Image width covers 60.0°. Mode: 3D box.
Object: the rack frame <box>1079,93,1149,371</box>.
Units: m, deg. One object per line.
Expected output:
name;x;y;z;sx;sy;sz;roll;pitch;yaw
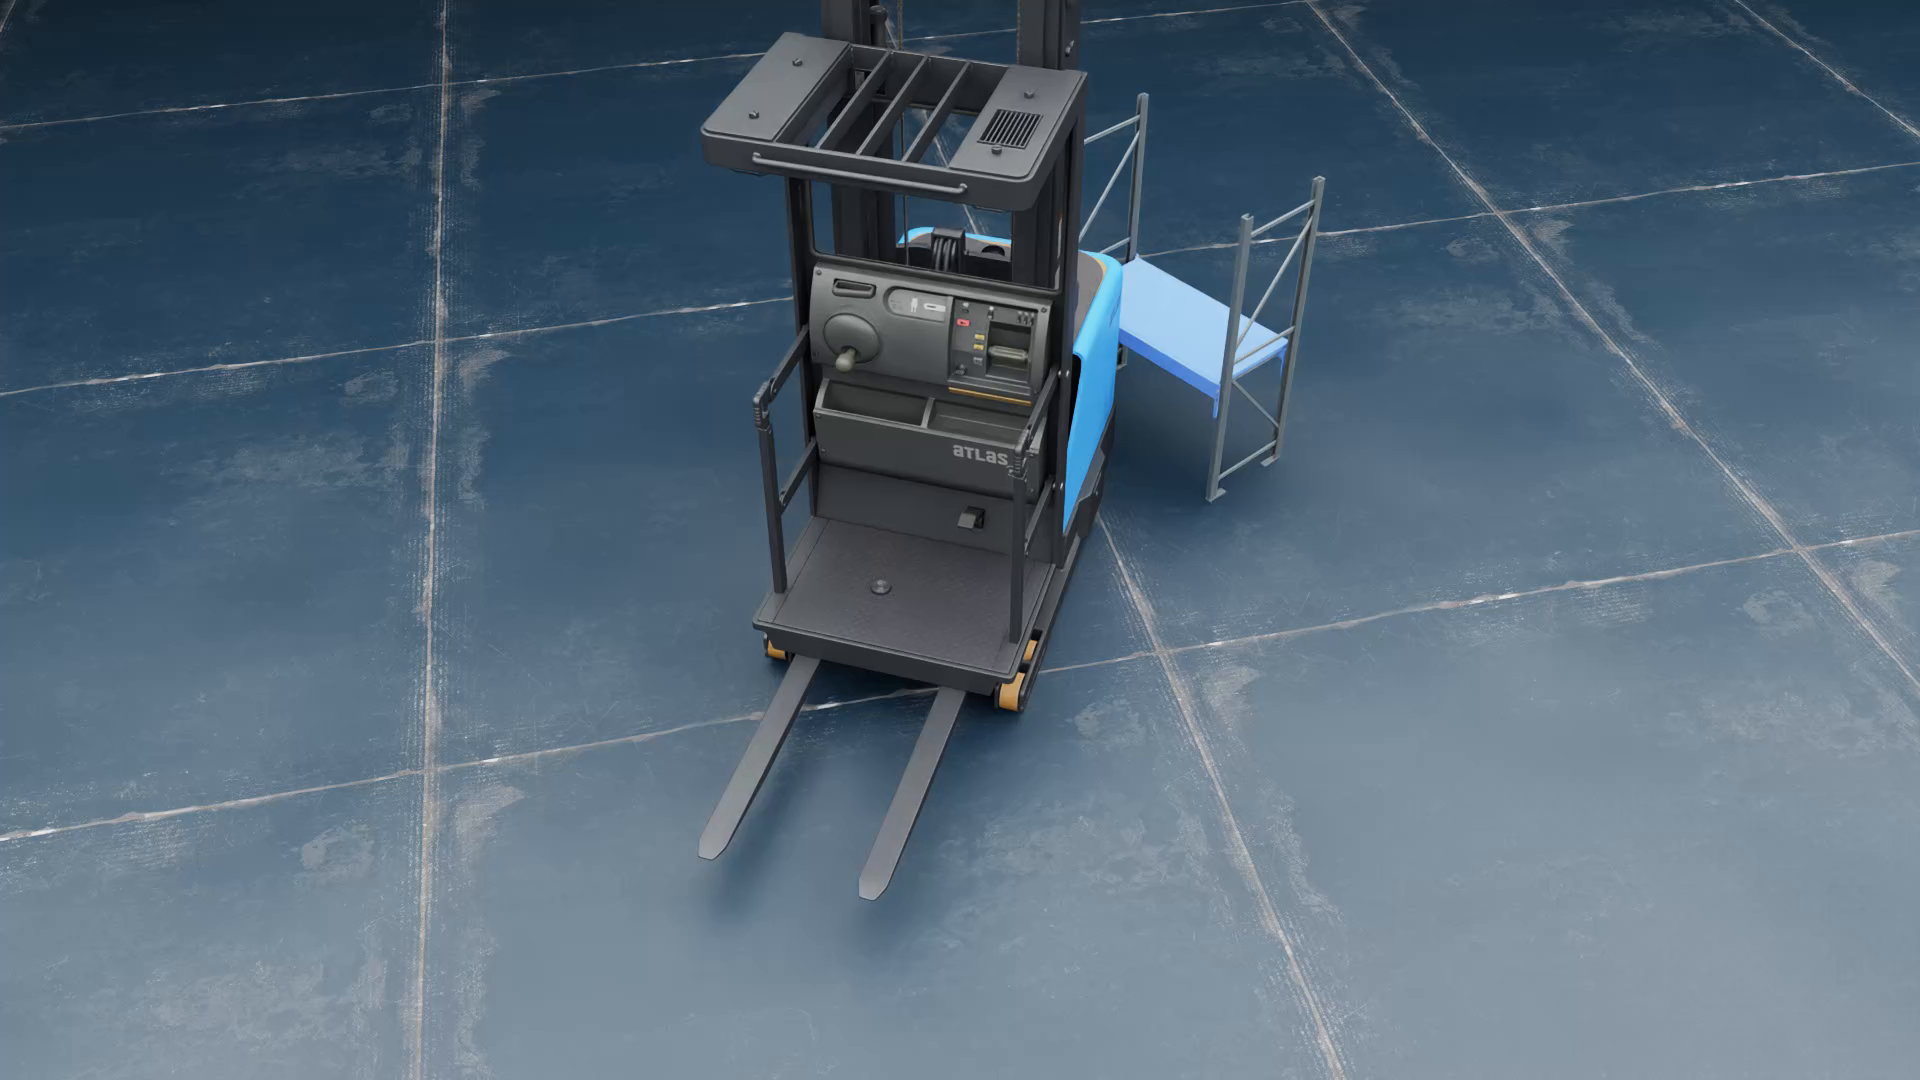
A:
rack frame;0.661;-1.357;7.931;0.500;1.500;0.032;-31;50;-30

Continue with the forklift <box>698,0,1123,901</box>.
forklift;-0.180;-0.700;6.113;1.130;2.935;3.031;11;43;12

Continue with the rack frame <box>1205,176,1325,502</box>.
rack frame;1.338;-0.854;7.364;0.500;1.500;0.032;-31;50;-30

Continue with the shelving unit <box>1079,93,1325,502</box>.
shelving unit;1.000;-1.106;7.647;0.538;1.500;1.048;-31;50;-30

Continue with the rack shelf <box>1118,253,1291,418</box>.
rack shelf;1.000;-0.971;7.767;0.538;0.185;1.000;-31;50;-30
